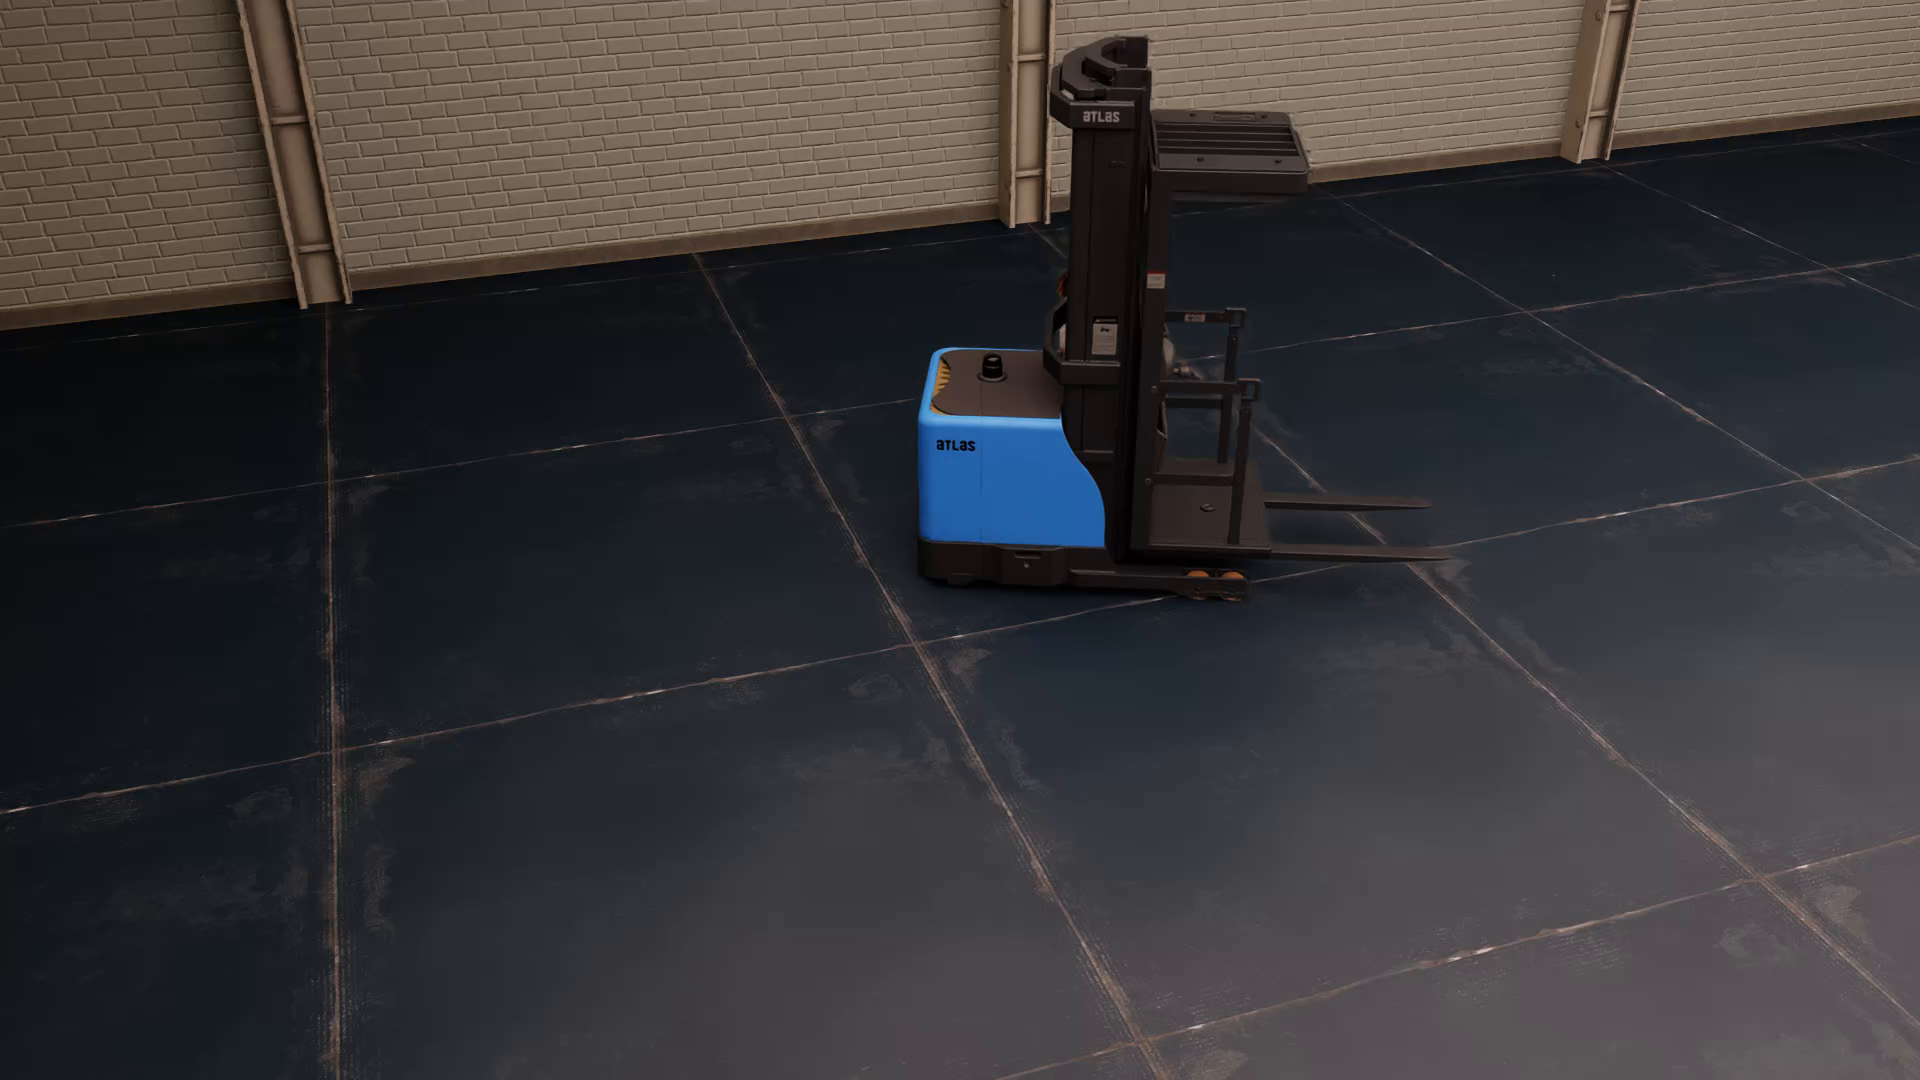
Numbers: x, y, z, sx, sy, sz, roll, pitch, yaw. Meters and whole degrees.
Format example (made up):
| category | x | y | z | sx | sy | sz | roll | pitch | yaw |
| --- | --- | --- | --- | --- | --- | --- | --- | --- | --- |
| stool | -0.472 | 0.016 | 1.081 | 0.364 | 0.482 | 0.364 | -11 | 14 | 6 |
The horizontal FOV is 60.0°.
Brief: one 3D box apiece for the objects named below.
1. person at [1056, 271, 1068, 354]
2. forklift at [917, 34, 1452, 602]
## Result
| category | x | y | z | sx | sy | sz | roll | pitch | yaw |
| --- | --- | --- | --- | --- | --- | --- | --- | --- | --- |
| person | 0.856 | -0.921 | 9.992 | 0.709 | 1.583 | 0.695 | 21 | 36 | 32 |
| forklift | 1.296 | -1.198 | 9.169 | 3.031 | 2.935 | 1.130 | 2 | 30 | 4 |
